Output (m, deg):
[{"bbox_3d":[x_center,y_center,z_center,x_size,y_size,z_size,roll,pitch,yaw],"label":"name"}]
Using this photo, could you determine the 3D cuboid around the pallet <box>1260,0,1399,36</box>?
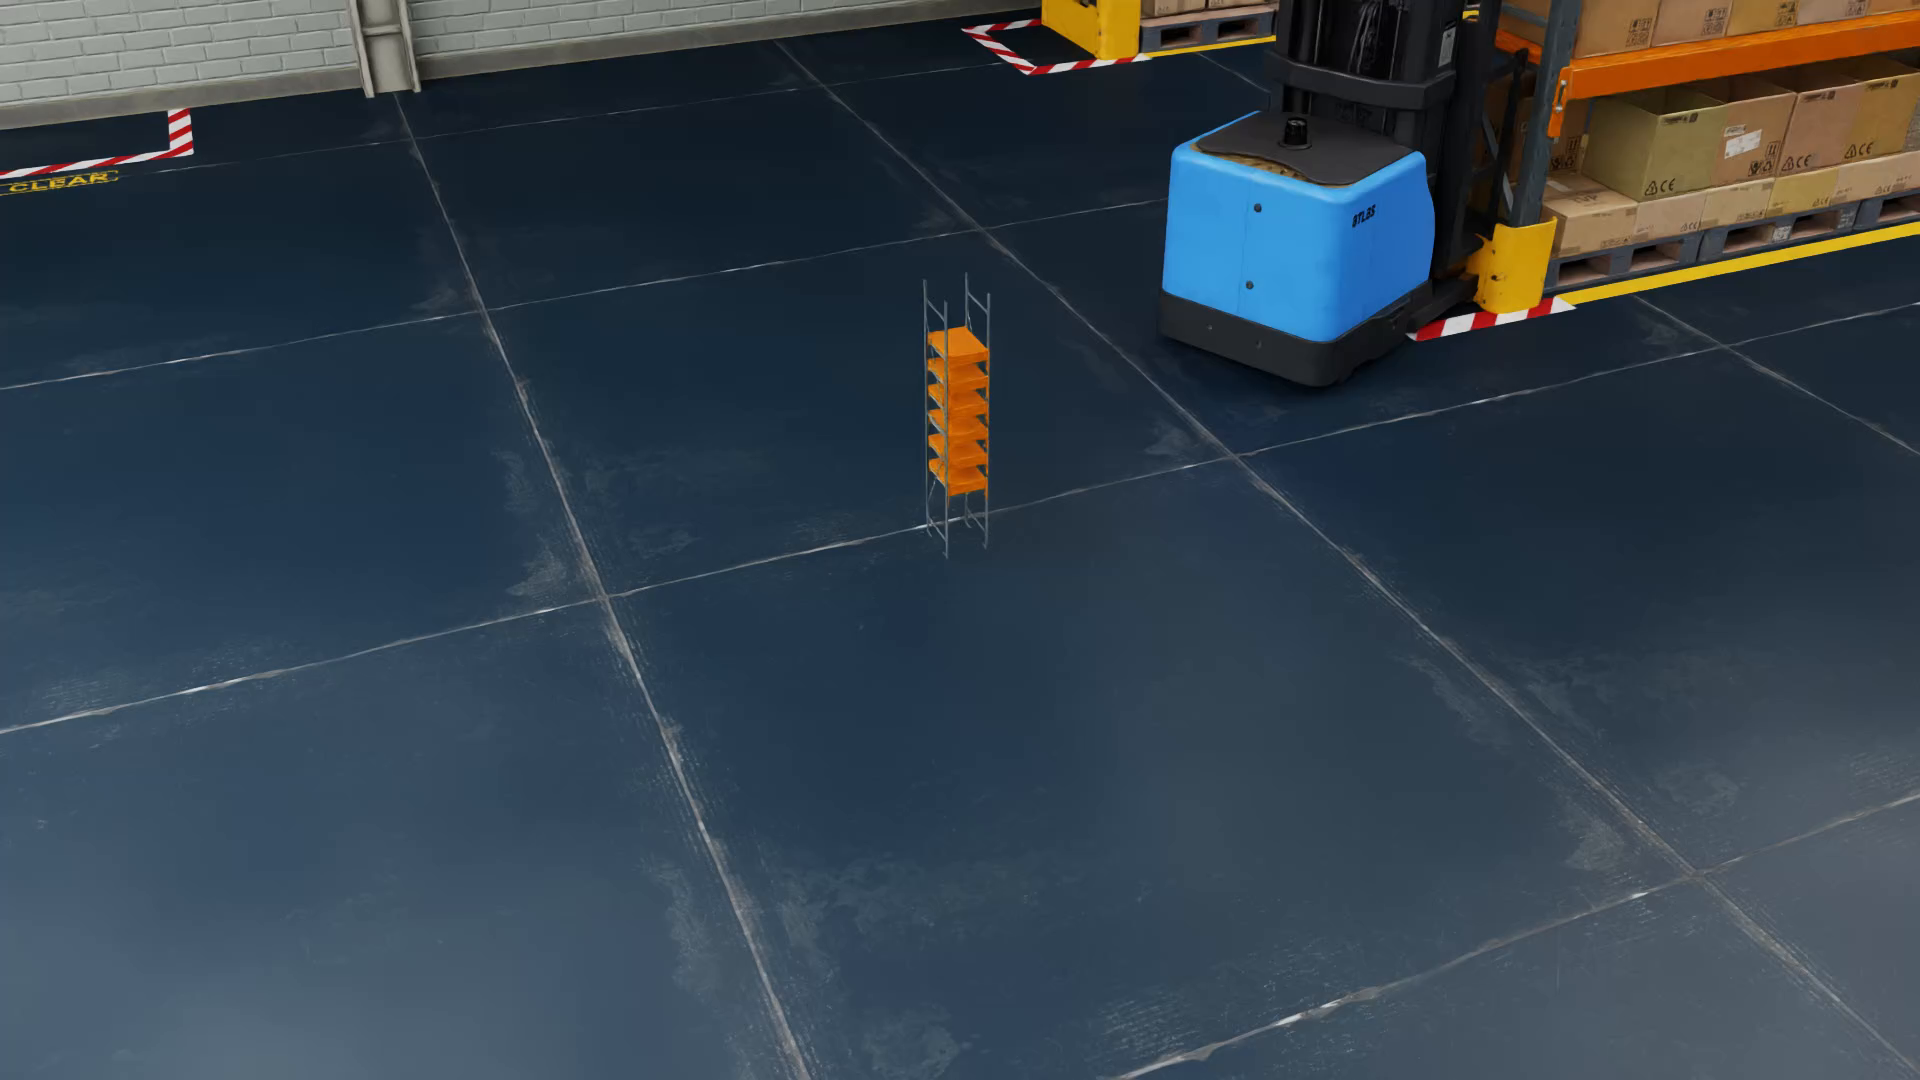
[{"bbox_3d":[2.929,-4.573,14.085,1.213,0.211,1.003,-13,35,-19],"label":"pallet"}]

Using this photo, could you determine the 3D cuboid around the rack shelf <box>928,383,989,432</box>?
[{"bbox_3d":[-0.013,-0.563,6.877,0.180,0.103,0.258,-13,35,-19],"label":"rack shelf"}]

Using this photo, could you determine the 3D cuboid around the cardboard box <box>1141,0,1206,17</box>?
[{"bbox_3d":[1.646,-4.475,13.439,0.500,0.311,0.500,-17,37,-24],"label":"cardboard box"}]

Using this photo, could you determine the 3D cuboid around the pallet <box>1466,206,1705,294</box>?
[{"bbox_3d":[3.583,-1.840,9.885,1.213,0.211,1.003,-13,35,-19],"label":"pallet"}]

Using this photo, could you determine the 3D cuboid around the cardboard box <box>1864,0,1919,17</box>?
[{"bbox_3d":[5.227,-3.398,9.630,0.500,0.500,0.700,-12,35,-18],"label":"cardboard box"}]

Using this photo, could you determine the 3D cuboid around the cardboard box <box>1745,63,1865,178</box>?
[{"bbox_3d":[4.859,-2.481,9.762,0.500,0.500,0.500,-13,35,-19],"label":"cardboard box"}]

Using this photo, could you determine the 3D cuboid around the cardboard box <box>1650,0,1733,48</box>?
[{"bbox_3d":[3.812,-3.074,9.132,0.500,0.500,0.700,-12,35,-18],"label":"cardboard box"}]

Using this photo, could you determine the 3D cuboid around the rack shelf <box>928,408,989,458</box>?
[{"bbox_3d":[-0.013,-0.463,6.942,0.180,0.103,0.258,-13,35,-19],"label":"rack shelf"}]

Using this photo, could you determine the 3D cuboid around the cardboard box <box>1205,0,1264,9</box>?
[{"bbox_3d":[2.171,-4.595,13.624,0.500,0.311,0.500,-10,34,-15],"label":"cardboard box"}]

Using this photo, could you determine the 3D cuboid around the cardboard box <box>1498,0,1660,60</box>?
[{"bbox_3d":[3.329,-2.961,8.958,0.500,0.500,0.700,-13,35,-19],"label":"cardboard box"}]

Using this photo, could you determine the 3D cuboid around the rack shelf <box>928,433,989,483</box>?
[{"bbox_3d":[-0.013,-0.362,7.008,0.180,0.103,0.258,-13,35,-19],"label":"rack shelf"}]

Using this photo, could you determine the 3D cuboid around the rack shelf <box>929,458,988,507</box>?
[{"bbox_3d":[-0.013,-0.261,7.073,0.180,0.103,0.258,-13,35,-19],"label":"rack shelf"}]

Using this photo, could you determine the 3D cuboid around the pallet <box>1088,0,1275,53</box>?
[{"bbox_3d":[1.806,-4.318,13.693,1.213,0.211,1.003,-13,35,-19],"label":"pallet"}]

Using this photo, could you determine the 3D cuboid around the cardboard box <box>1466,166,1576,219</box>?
[{"bbox_3d":[3.274,-2.112,9.882,0.500,0.250,0.500,-13,35,-19],"label":"cardboard box"}]

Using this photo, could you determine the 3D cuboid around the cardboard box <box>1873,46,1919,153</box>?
[{"bbox_3d":[5.773,-2.702,10.100,0.500,0.500,0.500,-13,35,-19],"label":"cardboard box"}]

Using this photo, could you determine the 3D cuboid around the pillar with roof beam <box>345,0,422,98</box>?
[{"bbox_3d":[-2.582,-4.983,6.657,0.400,9.000,9.100,-13,35,-19],"label":"pillar with roof beam"}]

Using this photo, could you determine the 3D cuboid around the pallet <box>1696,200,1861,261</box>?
[{"bbox_3d":[4.706,-2.096,10.278,1.213,0.211,1.003,-13,35,-19],"label":"pallet"}]

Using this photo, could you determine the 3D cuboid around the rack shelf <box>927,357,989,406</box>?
[{"bbox_3d":[-0.013,-0.664,6.811,0.180,0.103,0.258,-13,35,-19],"label":"rack shelf"}]

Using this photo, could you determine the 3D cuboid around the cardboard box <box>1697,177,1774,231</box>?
[{"bbox_3d":[4.395,-2.064,9.808,0.500,0.250,0.500,-13,35,-19],"label":"cardboard box"}]

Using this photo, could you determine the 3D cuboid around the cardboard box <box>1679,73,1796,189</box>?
[{"bbox_3d":[4.391,-2.384,9.613,0.500,0.500,0.500,-13,35,-19],"label":"cardboard box"}]

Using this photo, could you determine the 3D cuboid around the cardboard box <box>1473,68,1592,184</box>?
[{"bbox_3d":[3.273,-2.427,9.679,0.500,0.500,0.500,-13,35,-19],"label":"cardboard box"}]

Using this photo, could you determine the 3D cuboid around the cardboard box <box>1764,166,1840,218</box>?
[{"bbox_3d":[4.858,-2.167,9.967,0.500,0.250,0.500,-13,35,-19],"label":"cardboard box"}]

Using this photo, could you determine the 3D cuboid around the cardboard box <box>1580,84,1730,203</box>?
[{"bbox_3d":[3.935,-2.272,9.441,0.500,0.500,0.500,-13,35,-19],"label":"cardboard box"}]

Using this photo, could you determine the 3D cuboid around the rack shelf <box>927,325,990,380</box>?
[{"bbox_3d":[-0.013,-0.764,6.746,0.180,0.103,0.258,-13,35,-19],"label":"rack shelf"}]

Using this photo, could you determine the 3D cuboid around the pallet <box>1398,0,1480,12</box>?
[{"bbox_3d":[4.055,-4.833,14.484,1.213,0.211,1.003,-13,35,-19],"label":"pallet"}]

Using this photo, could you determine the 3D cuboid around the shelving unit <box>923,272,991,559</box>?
[{"bbox_3d":[-0.013,-0.500,6.918,0.189,1.200,0.258,-13,35,-19],"label":"shelving unit"}]

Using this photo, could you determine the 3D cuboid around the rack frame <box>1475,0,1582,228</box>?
[{"bbox_3d":[2.894,-2.827,8.844,0.127,3.000,1.000,-13,35,-19],"label":"rack frame"}]

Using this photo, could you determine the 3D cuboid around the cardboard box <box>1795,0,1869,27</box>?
[{"bbox_3d":[4.756,-3.289,9.463,0.500,0.500,0.700,-12,35,-18],"label":"cardboard box"}]

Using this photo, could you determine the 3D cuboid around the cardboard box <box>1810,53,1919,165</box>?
[{"bbox_3d":[5.314,-2.594,9.935,0.500,0.500,0.500,-13,35,-19],"label":"cardboard box"}]

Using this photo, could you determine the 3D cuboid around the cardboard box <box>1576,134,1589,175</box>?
[{"bbox_3d":[3.730,-2.224,10.053,0.500,0.250,0.500,-13,35,-19],"label":"cardboard box"}]

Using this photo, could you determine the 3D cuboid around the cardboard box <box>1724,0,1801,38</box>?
[{"bbox_3d":[4.272,-3.176,9.289,0.500,0.500,0.700,-13,35,-19],"label":"cardboard box"}]

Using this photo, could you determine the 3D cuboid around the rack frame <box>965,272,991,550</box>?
[{"bbox_3d":[0.071,-0.519,6.948,0.006,1.200,0.240,-13,35,-19],"label":"rack frame"}]

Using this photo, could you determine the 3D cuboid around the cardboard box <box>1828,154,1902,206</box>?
[{"bbox_3d":[5.319,-2.273,10.130,0.500,0.250,0.500,-13,35,-19],"label":"cardboard box"}]

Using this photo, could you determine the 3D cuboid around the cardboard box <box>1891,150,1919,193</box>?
[{"bbox_3d":[5.774,-2.386,10.303,0.500,0.250,0.500,-13,35,-19],"label":"cardboard box"}]

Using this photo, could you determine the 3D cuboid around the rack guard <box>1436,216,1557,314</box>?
[{"bbox_3d":[2.872,-1.774,9.518,0.348,0.500,1.175,-13,35,-19],"label":"rack guard"}]

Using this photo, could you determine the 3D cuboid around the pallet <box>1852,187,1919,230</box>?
[{"bbox_3d":[5.833,-2.356,10.677,1.213,0.211,1.003,-13,35,-19],"label":"pallet"}]

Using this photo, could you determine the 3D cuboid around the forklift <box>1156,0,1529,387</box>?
[{"bbox_3d":[2.393,-2.718,8.739,1.130,2.935,3.031,26,41,34],"label":"forklift"}]

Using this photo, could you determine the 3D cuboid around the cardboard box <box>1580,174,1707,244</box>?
[{"bbox_3d":[3.934,-1.959,9.647,0.500,0.250,0.500,-13,35,-19],"label":"cardboard box"}]

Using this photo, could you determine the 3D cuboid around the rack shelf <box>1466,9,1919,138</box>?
[{"bbox_3d":[4.738,-2.947,9.689,4.000,0.370,1.077,-13,35,-19],"label":"rack shelf"}]

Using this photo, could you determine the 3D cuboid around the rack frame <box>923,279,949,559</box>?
[{"bbox_3d":[-0.098,-0.481,6.888,0.006,1.200,0.240,-13,35,-19],"label":"rack frame"}]

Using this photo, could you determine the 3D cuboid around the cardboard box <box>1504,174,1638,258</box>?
[{"bbox_3d":[3.474,-1.852,9.481,0.500,0.250,0.500,-13,35,-19],"label":"cardboard box"}]

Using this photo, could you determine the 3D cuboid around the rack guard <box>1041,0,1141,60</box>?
[{"bbox_3d":[1.043,-4.285,13.378,0.348,0.500,1.175,-13,35,-19],"label":"rack guard"}]

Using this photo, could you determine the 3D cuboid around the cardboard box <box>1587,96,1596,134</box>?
[{"bbox_3d":[4.189,-2.646,10.015,0.500,0.500,0.500,-13,35,-19],"label":"cardboard box"}]
